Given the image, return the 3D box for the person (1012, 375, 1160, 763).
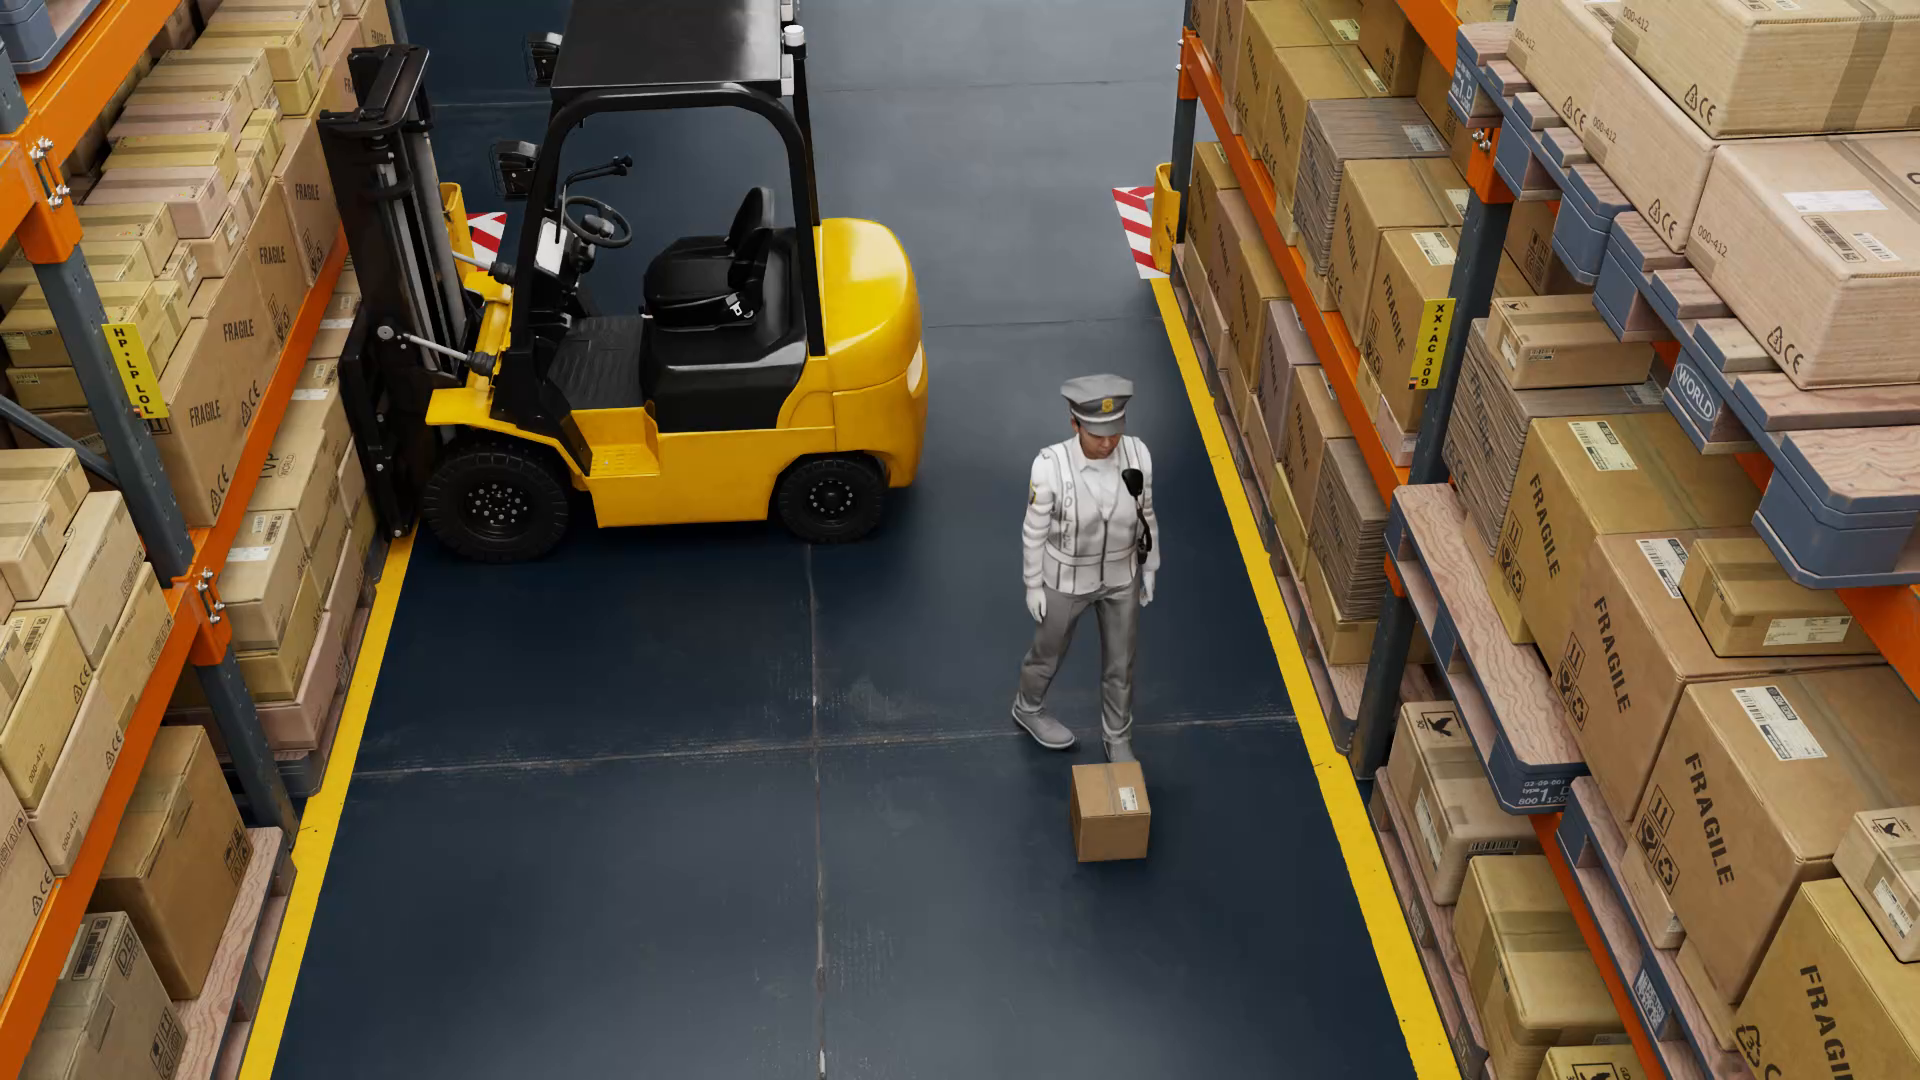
[{"bbox_3d":[0.490,0.167,5.939,0.504,1.691,0.528,-10,40,-11],"label":"person"}]
